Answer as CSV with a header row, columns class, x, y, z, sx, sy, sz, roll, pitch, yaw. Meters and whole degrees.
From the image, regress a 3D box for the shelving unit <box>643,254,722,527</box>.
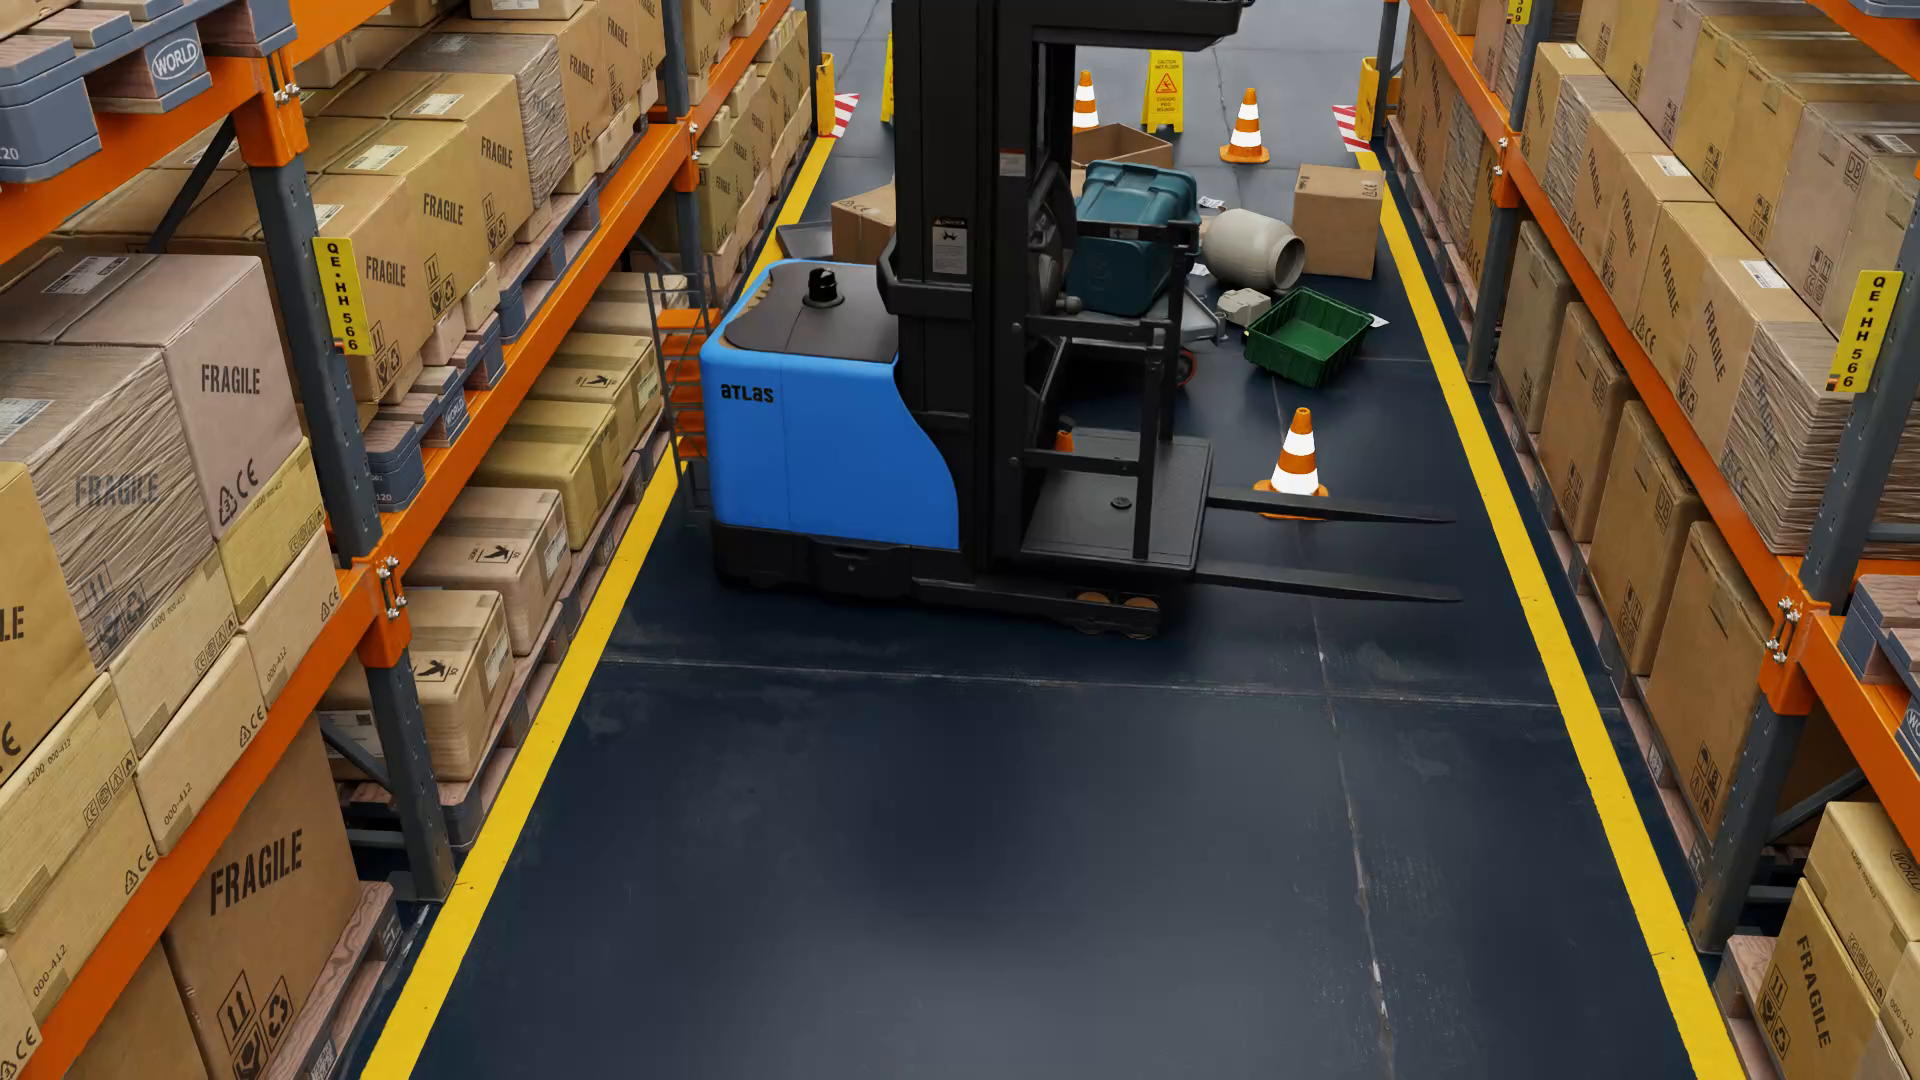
class,x,y,z,sx,sy,sz,roll,pitch,yaw
shelving unit,-1.118,-0.619,7.096,0.258,1.200,0.189,0,31,5

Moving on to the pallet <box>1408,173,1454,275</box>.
class,x,y,z,sx,sy,sz,roll,pitch,yaw
pallet,3.354,-1.937,10.192,1.003,0.211,1.213,2,32,4

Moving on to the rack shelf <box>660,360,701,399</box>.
class,x,y,z,sx,sy,sz,roll,pitch,yaw
rack shelf,-1.123,-0.683,7.057,0.258,0.103,0.180,0,31,5

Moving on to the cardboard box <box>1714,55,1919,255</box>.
class,x,y,z,sx,sy,sz,roll,pitch,yaw
cardboard box,2.918,-1.234,5.345,0.700,0.500,0.500,2,32,3

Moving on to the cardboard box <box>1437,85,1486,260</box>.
class,x,y,z,sx,sy,sz,roll,pitch,yaw
cardboard box,3.308,-2.162,9.524,0.875,0.875,0.875,3,32,4

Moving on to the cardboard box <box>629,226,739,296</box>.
class,x,y,z,sx,sy,sz,roll,pitch,yaw
cardboard box,-1.507,-1.554,9.133,0.500,0.250,0.500,1,32,2

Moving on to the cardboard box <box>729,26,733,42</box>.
class,x,y,z,sx,sy,sz,roll,pitch,yaw
cardboard box,-1.473,-2.836,9.232,0.380,0.149,0.250,2,32,4

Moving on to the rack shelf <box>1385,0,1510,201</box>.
class,x,y,z,sx,sy,sz,roll,pitch,yaw
rack shelf,3.280,-2.830,9.668,1.077,0.370,4.000,2,32,4

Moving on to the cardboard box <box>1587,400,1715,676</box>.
class,x,y,z,sx,sy,sz,roll,pitch,yaw
cardboard box,2.999,0.008,6.121,1.050,0.750,0.750,3,32,5

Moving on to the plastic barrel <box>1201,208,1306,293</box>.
class,x,y,z,sx,sy,sz,roll,pitch,yaw
plastic barrel,1.681,-1.652,9.527,0.512,0.421,0.421,27,41,37

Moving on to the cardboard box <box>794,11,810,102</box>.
class,x,y,z,sx,sy,sz,roll,pitch,yaw
cardboard box,-1.304,-3.238,11.151,0.500,0.500,0.500,3,32,4

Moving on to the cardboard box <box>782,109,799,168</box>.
class,x,y,z,sx,sy,sz,roll,pitch,yaw
cardboard box,-1.346,-2.644,10.902,0.500,0.250,0.500,3,32,4

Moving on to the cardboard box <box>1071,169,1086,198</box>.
class,x,y,z,sx,sy,sz,roll,pitch,yaw
cardboard box,0.814,-1.819,9.593,0.797,0.637,0.503,2,32,4

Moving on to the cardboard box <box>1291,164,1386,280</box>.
class,x,y,z,sx,sy,sz,roll,pitch,yaw
cardboard box,2.221,-1.883,9.826,0.500,0.500,0.500,8,32,12

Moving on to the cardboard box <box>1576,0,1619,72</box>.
class,x,y,z,sx,sy,sz,roll,pitch,yaw
cardboard box,3.083,-2.299,7.072,0.700,0.500,0.500,2,32,3

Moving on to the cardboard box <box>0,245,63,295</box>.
class,x,y,z,sx,sy,sz,roll,pitch,yaw
cardboard box,-2.434,-0.378,3.956,0.500,0.500,0.500,1,32,2

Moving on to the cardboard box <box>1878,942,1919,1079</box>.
class,x,y,z,sx,sy,sz,roll,pitch,yaw
cardboard box,2.453,1.183,3.739,0.500,0.250,0.500,2,32,3

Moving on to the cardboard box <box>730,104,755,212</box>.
class,x,y,z,sx,sy,sz,roll,pitch,yaw
cardboard box,-1.475,-2.154,9.391,0.500,0.500,0.500,4,32,6

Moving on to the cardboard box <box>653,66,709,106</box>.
class,x,y,z,sx,sy,sz,roll,pitch,yaw
cardboard box,-1.479,-2.293,8.351,0.380,0.149,0.250,2,32,4

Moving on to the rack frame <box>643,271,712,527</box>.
class,x,y,z,sx,sy,sz,roll,pitch,yaw
rack frame,-1.125,-0.571,7.019,0.240,1.200,0.006,0,31,5

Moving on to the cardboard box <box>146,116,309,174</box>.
class,x,y,z,sx,sy,sz,roll,pitch,yaw
cardboard box,-2.359,-1.026,5.276,0.500,0.500,0.500,2,32,3

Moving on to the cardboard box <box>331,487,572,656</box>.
class,x,y,z,sx,sy,sz,roll,pitch,yaw
cardboard box,-2.042,0.102,6.331,0.950,0.372,0.625,2,32,3

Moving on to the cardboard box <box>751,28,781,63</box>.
class,x,y,z,sx,sy,sz,roll,pitch,yaw
cardboard box,-1.314,-3.050,10.228,0.380,0.149,0.250,4,32,6

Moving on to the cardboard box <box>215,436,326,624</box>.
class,x,y,z,sx,sy,sz,roll,pitch,yaw
cardboard box,-1.936,-0.042,4.126,0.500,0.250,0.500,2,32,4

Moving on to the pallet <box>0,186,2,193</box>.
class,x,y,z,sx,sy,sz,roll,pitch,yaw
pallet,-2.238,-0.430,2.409,1.003,0.211,1.213,4,32,6

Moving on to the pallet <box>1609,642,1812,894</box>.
class,x,y,z,sx,sy,sz,roll,pitch,yaw
pallet,2.931,0.779,5.784,1.003,0.211,1.213,2,32,4

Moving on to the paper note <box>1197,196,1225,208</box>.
class,x,y,z,sx,sy,sz,roll,pitch,yaw
paper note,1.627,-2.191,10.779,0.144,0.017,0.142,14,34,21

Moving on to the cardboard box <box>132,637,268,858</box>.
class,x,y,z,sx,sy,sz,roll,pitch,yaw
cardboard box,-1.958,0.450,3.804,0.500,0.250,0.500,3,32,5

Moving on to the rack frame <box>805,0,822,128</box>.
class,x,y,z,sx,sy,sz,roll,pitch,yaw
rack frame,-1.499,-4.340,11.434,1.000,3.000,0.127,2,32,4

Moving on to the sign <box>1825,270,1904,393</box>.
class,x,y,z,sx,sy,sz,roll,pitch,yaw
sign,2.238,-0.513,4.121,0.100,0.325,0.005,2,32,4

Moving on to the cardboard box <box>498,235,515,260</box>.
class,x,y,z,sx,sy,sz,roll,pitch,yaw
cardboard box,-1.844,-1.100,6.015,0.380,0.149,0.250,4,32,6

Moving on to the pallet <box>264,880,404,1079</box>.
class,x,y,z,sx,sy,sz,roll,pitch,yaw
pallet,-2.289,1.439,4.714,1.003,0.211,1.213,2,32,4

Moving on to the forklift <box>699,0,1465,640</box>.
class,x,y,z,sx,sy,sz,roll,pitch,yaw
forklift,0.541,-1.157,6.333,3.031,2.935,1.130,6,32,10

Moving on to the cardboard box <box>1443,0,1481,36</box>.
class,x,y,z,sx,sy,sz,roll,pitch,yaw
cardboard box,3.263,-3.195,9.432,0.875,0.550,0.500,2,32,4

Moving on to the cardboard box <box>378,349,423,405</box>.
class,x,y,z,sx,sy,sz,roll,pitch,yaw
cardboard box,-1.882,-0.537,5.102,0.380,0.149,0.250,1,32,1

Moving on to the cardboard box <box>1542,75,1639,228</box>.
class,x,y,z,sx,sy,sz,roll,pitch,yaw
cardboard box,2.766,-1.605,6.900,0.500,0.500,0.500,3,32,4

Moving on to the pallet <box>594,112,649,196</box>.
class,x,y,z,sx,sy,sz,roll,pitch,yaw
pallet,-2.031,-1.774,7.452,1.003,0.211,1.213,2,32,4

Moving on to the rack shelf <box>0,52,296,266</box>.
class,x,y,z,sx,sy,sz,roll,pitch,yaw
rack shelf,-2.313,-0.082,2.351,1.077,0.370,4.000,2,32,4

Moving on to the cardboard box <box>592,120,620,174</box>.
class,x,y,z,sx,sy,sz,roll,pitch,yaw
cardboard box,-1.632,-1.633,6.880,0.380,0.149,0.250,3,32,4

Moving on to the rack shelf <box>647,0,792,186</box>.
class,x,y,z,sx,sy,sz,roll,pitch,yaw
rack shelf,-1.661,-2.988,9.926,1.077,0.370,4.000,2,32,4

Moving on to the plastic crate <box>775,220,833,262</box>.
class,x,y,z,sx,sy,sz,roll,pitch,yaw
plastic crate,-0.879,-1.792,10.081,0.402,0.080,0.583,-8,33,-13

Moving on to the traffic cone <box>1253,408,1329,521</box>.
class,x,y,z,sx,sy,sz,roll,pitch,yaw
traffic cone,1.503,-0.373,7.415,0.336,0.463,0.334,2,32,4

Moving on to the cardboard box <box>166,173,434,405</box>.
class,x,y,z,sx,sy,sz,roll,pitch,yaw
cardboard box,-1.883,-0.731,4.797,0.500,0.500,0.500,2,32,3

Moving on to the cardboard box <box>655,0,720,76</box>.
class,x,y,z,sx,sy,sz,roll,pitch,yaw
cardboard box,-1.511,-2.636,8.290,0.500,0.500,0.500,2,32,4

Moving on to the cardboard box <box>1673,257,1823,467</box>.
class,x,y,z,sx,sy,sz,roll,pitch,yaw
cardboard box,2.603,-0.549,5.186,0.500,0.500,0.500,2,32,4

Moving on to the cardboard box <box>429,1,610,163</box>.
class,x,y,z,sx,sy,sz,roll,pitch,yaw
cardboard box,-1.720,-1.816,6.559,0.500,0.500,0.500,4,32,6
